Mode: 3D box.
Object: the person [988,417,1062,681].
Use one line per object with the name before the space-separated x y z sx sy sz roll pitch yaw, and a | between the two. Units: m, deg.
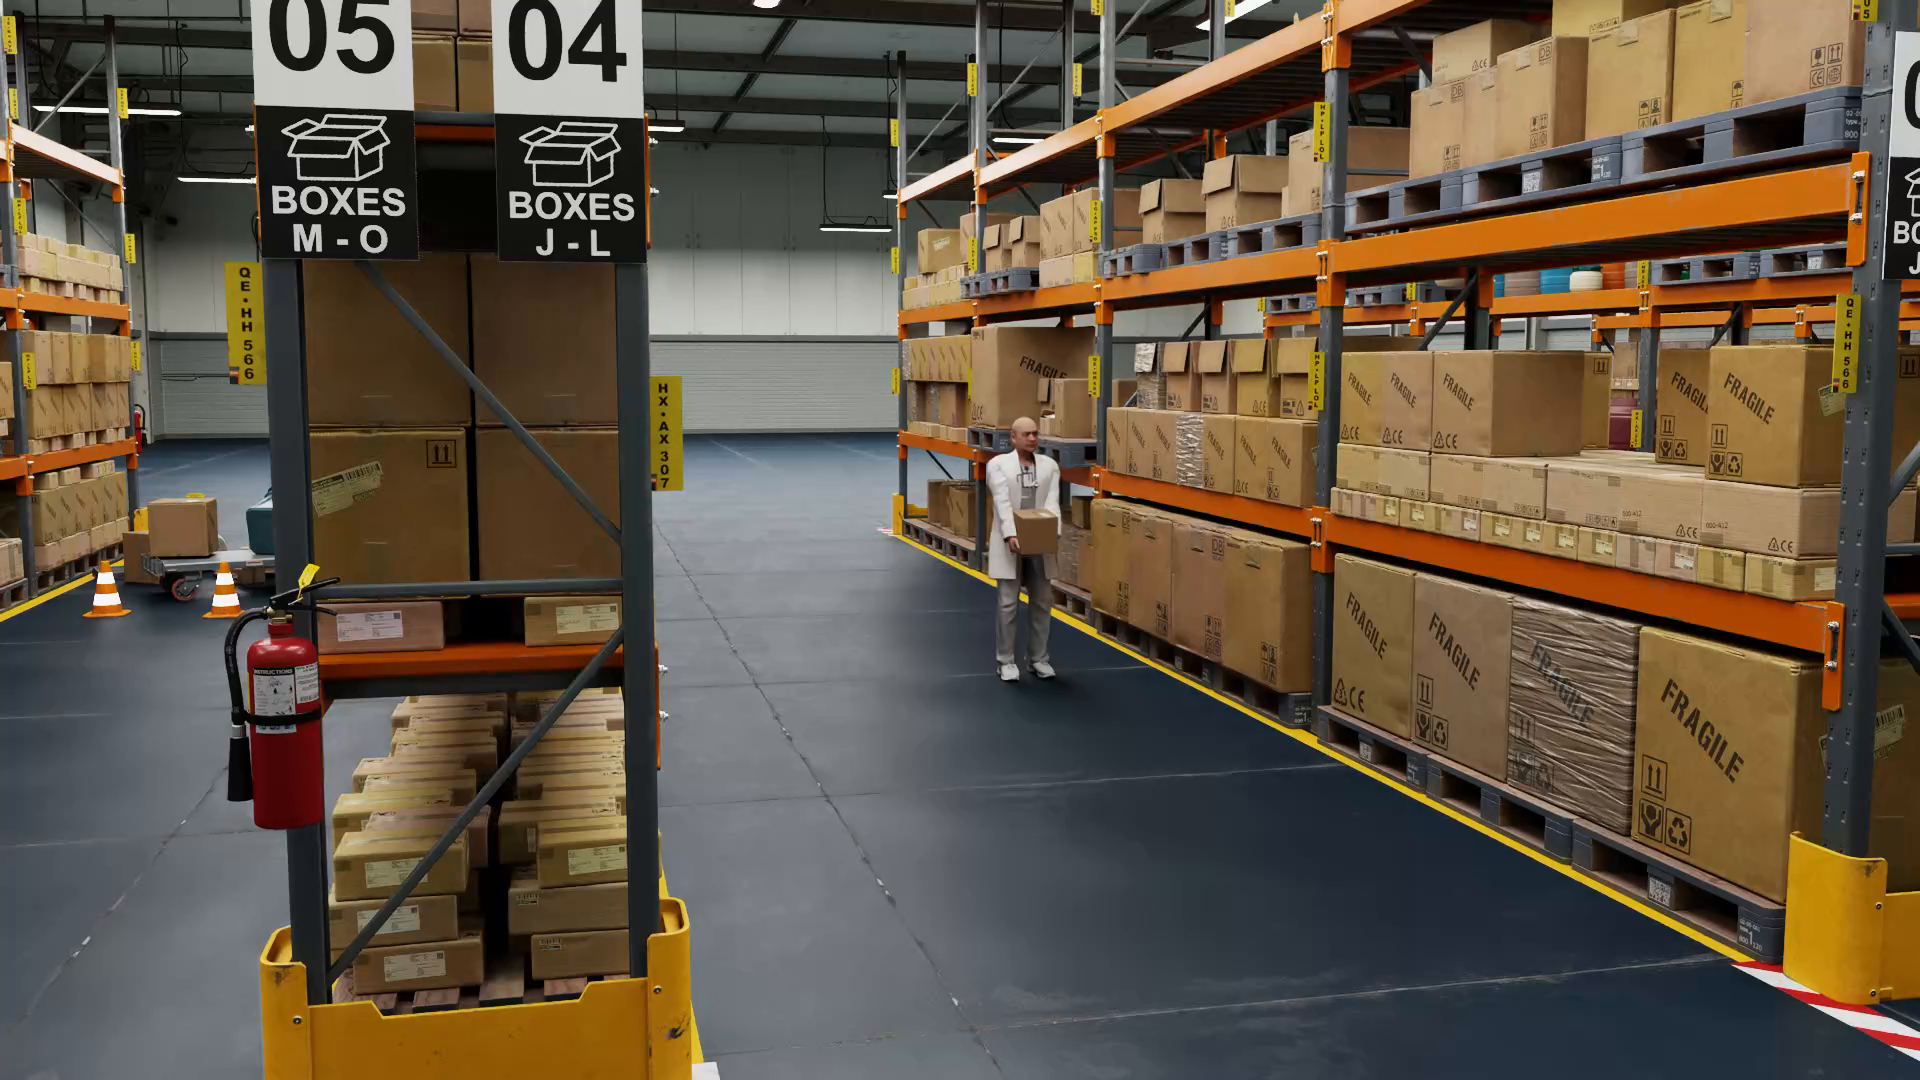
person | 0.456 0.062 11.311 0.524 1.780 0.555 -2 6 -15
